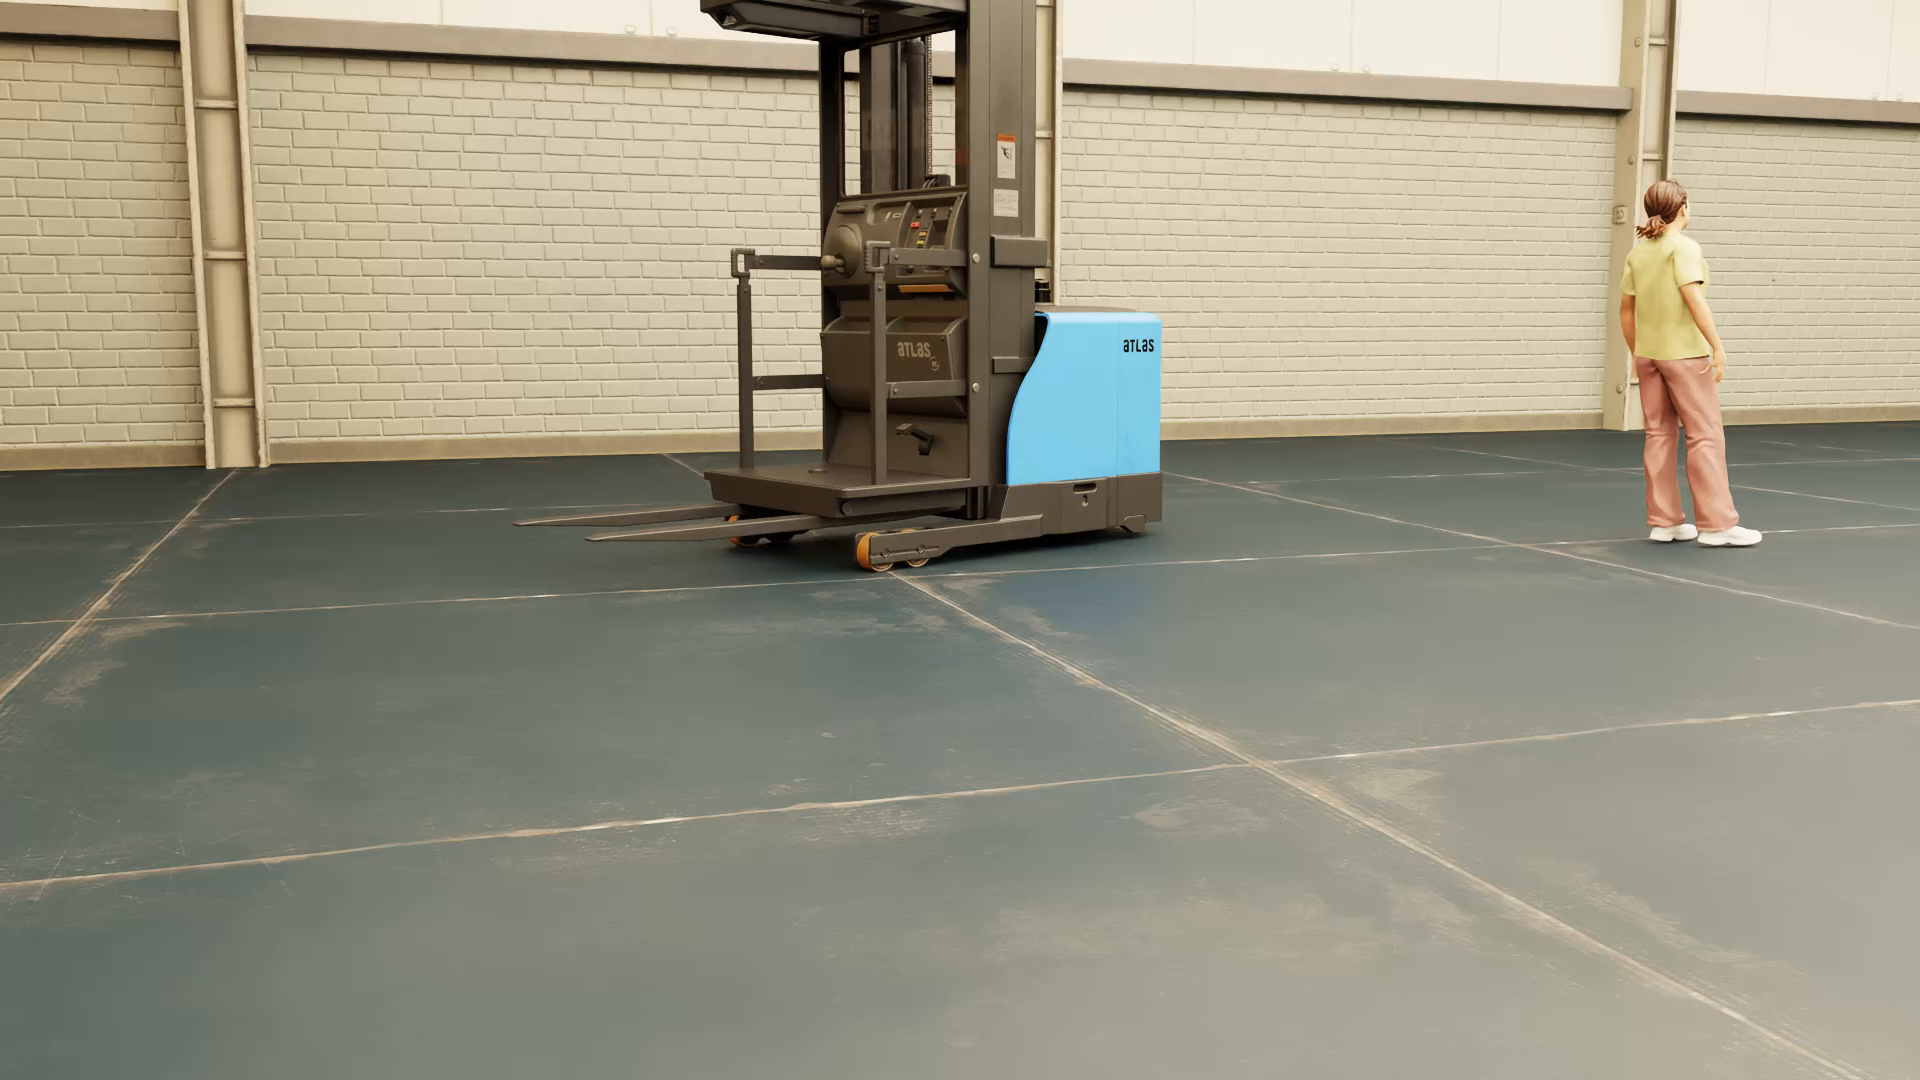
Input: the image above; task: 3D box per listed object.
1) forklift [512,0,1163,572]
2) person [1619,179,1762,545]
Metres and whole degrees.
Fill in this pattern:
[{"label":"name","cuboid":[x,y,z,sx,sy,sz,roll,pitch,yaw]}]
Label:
[{"label":"forklift","cuboid":[-0.461,-1.399,7.333,3.031,2.935,1.130,-7,10,-40]},{"label":"person","cuboid":[3.376,-0.828,7.736,0.548,1.673,0.554,-3,8,-21]}]
